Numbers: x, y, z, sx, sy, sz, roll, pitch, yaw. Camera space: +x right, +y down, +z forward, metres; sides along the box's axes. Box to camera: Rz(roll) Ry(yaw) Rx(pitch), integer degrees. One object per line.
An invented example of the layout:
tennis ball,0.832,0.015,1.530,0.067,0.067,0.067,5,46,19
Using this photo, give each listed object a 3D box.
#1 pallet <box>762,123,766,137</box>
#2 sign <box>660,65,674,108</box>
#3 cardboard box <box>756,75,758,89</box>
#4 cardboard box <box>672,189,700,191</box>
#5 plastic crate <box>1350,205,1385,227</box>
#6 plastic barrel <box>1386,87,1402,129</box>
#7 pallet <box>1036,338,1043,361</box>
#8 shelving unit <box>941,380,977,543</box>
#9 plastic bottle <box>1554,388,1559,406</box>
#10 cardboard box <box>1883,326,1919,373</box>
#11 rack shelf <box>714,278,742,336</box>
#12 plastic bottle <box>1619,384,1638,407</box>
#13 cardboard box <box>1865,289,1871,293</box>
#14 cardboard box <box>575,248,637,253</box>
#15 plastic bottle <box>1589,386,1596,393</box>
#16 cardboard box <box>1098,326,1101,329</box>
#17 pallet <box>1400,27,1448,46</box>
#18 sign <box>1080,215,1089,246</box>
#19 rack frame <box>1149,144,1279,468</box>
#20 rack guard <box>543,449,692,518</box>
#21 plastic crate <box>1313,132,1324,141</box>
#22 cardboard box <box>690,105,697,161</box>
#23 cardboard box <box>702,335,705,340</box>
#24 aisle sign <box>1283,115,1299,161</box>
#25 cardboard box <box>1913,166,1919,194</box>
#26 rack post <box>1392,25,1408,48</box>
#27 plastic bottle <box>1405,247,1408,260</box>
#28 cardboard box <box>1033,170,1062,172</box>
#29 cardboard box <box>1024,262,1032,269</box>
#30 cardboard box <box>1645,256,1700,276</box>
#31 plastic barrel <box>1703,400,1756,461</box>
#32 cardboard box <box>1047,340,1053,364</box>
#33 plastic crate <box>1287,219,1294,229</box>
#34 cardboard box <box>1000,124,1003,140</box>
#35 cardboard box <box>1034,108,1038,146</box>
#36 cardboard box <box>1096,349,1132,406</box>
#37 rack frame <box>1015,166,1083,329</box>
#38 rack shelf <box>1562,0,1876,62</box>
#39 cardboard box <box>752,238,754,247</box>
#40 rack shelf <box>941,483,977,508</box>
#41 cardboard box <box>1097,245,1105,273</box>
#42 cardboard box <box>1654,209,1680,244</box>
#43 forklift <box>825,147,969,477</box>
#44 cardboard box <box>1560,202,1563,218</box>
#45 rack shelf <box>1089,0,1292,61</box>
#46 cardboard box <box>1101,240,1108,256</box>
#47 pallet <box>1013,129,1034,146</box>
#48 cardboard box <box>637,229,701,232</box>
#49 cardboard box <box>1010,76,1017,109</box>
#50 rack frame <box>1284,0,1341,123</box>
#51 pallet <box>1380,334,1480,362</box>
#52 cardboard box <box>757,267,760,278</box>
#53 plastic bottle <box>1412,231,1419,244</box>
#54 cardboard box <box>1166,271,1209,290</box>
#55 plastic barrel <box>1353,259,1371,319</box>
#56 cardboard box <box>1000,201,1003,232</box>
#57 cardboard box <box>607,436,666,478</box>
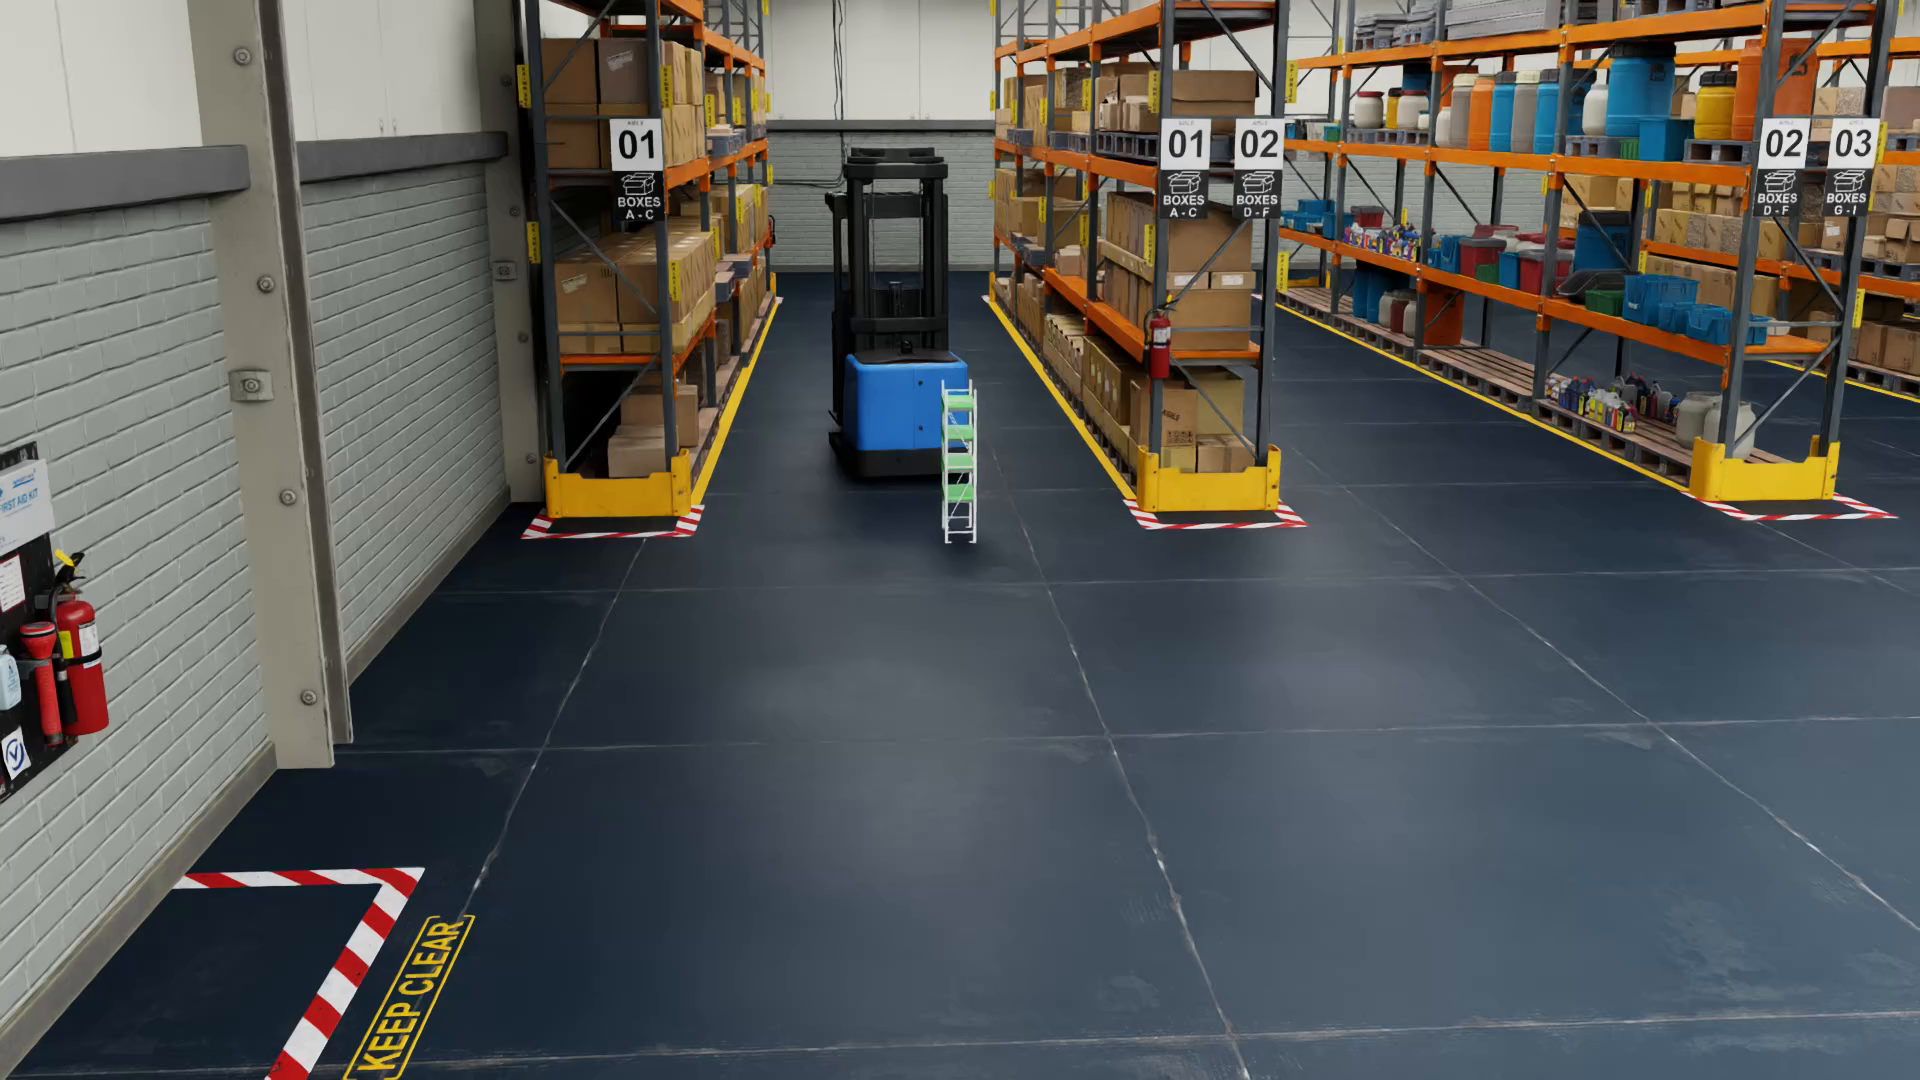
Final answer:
pallet,-3.780,-6.872,27.875,1.003,0.211,1.213,-1,14,-3
sign,-2.304,-3.552,13.038,0.100,0.325,0.005,-1,14,-3
cardboard box,-3.391,-6.956,25.776,0.500,0.500,0.500,-1,14,-5
cardboard box,-3.717,-4.715,22.987,0.500,0.250,0.500,-1,14,-5
plastic crate,6.494,-5.091,26.544,0.402,0.464,0.583,-1,14,-3
plastic barrel,6.558,-6.328,24.362,0.600,0.588,0.600,0,14,0
pallet,1.594,-2.570,22.593,1.003,0.211,1.213,-1,14,-3
shelving unit,-0.010,-0.622,13.037,0.258,1.200,0.503,-1,14,-3
plastic bottle,6.390,-1.537,17.712,0.097,0.201,0.097,0,14,0
cardboard box,11.676,-2.305,20.101,0.700,0.500,0.500,-2,15,-8
rack shelf,-3.217,-2.811,19.377,1.077,0.370,4.000,-1,14,-3
plastic bottle,6.988,-1.497,17.410,0.152,0.276,0.135,-1,14,-3
cardboard box,15.731,-4.299,28.594,0.380,0.149,0.250,-2,15,-6
cardboard box,-3.144,-2.336,14.840,0.500,0.500,0.500,-1,14,-5
plastic bottle,6.560,-1.466,17.296,0.097,0.271,0.097,0,14,0
cardboard box,1.948,-2.497,20.261,0.500,0.311,0.500,-1,14,-4
pallet,6.533,-6.610,21.840,1.213,0.211,1.003,-1,14,-3
sign,1.310,-3.251,17.479,0.100,0.325,0.005,-1,14,-3
rack frame,2.099,-1.745,13.789,1.000,3.000,0.127,-1,14,-3
rack guard,-2.850,-0.476,13.873,1.175,0.500,0.348,-1,14,-3
plastic crate,5.841,-6.440,26.547,0.293,0.136,0.466,-1,14,-3
cardboard box,-2.724,-3.788,15.470,0.500,0.500,0.500,-1,15,-6
cardboard box,-3.229,-2.103,19.314,0.700,0.500,0.500,-1,14,-3
aisle sign,5.750,-7.072,29.276,0.394,0.787,0.004,-1,14,-3
cardboard box,15.863,-5.851,26.942,0.500,0.500,0.500,-1,14,-5
rack post,6.552,-6.967,23.048,0.937,0.300,0.954,1,14,3
plastic bottle,6.093,-3.894,22.541,0.097,0.201,0.097,0,14,0
cardboard box,1.478,-5.896,27.715,0.500,0.500,0.500,0,14,-2
cardboard box,1.387,-4.595,29.000,0.500,0.500,0.500,-1,14,-3
cardboard box,11.302,-3.897,25.574,1.225,0.875,0.875,-1,14,-3
plastic barrel,6.926,-0.982,14.972,0.421,0.512,0.421,0,14,0
cardboard box,1.374,-2.347,20.802,0.500,0.250,0.500,-1,14,-5
plastic crate,5.717,-5.385,28.345,0.250,0.136,0.298,-1,14,-3
cardboard box,0.936,-6.724,27.420,0.500,0.250,0.500,-1,14,-3
cardboard box,1.478,-5.600,22.551,0.910,0.500,0.500,-1,14,-3
cardboard box,1.629,-1.606,16.419,0.500,0.500,0.500,-1,14,-3
rack frame,1.355,-4.729,25.388,1.000,3.000,0.127,-1,14,-3
rack shelf,6.919,-4.681,15.408,1.077,0.370,4.000,-1,14,-3
cardboard box,-3.246,-4.398,24.564,0.380,0.149,0.250,-1,14,-2
rack shelf,-0.010,-0.328,13.113,0.258,0.148,0.480,-1,14,-3
cardboard box,1.787,-3.111,18.896,0.500,0.500,0.500,0,14,1
cardboard box,11.022,-4.812,25.507,0.500,0.500,0.500,-1,14,-3
forklift,-0.702,-2.307,16.111,1.130,2.935,3.031,-3,15,-11
cardboard box,10.755,-5.824,29.347,0.500,0.250,0.500,-1,14,-5
rack shelf,1.975,-4.606,15.114,1.077,0.370,4.000,-1,14,-3
cardboard box,1.674,-3.033,17.291,0.380,0.149,0.250,-1,14,-4
pallet,1.393,-5.670,23.401,1.213,0.211,1.003,-1,14,-3
cardboard box,-3.091,-3.051,17.781,0.700,0.500,0.500,-1,14,-3
cardboard box,1.178,-7.208,26.794,0.700,0.500,0.500,-1,14,-3
rack frame,6.051,-8.705,28.801,1.000,3.000,0.127,-1,14,-3
pallet,6.457,-2.655,22.922,1.003,0.211,1.213,-1,14,-3
cardboard box,-3.372,-4.235,26.337,0.380,0.149,0.250,0,14,-2
plastic bottle,6.599,-4.336,24.116,0.097,0.271,0.097,0,14,0
cardboard box,1.885,-2.200,14.054,0.380,0.149,0.250,-1,14,-4
plastic barrel,6.316,-3.857,25.364,0.600,0.901,0.708,-1,14,-3
cardboard box,0.937,-5.405,27.814,0.500,0.500,0.500,-1,14,-4
cardboard box,-2.798,-0.752,14.443,0.500,0.311,0.500,-3,15,-10
